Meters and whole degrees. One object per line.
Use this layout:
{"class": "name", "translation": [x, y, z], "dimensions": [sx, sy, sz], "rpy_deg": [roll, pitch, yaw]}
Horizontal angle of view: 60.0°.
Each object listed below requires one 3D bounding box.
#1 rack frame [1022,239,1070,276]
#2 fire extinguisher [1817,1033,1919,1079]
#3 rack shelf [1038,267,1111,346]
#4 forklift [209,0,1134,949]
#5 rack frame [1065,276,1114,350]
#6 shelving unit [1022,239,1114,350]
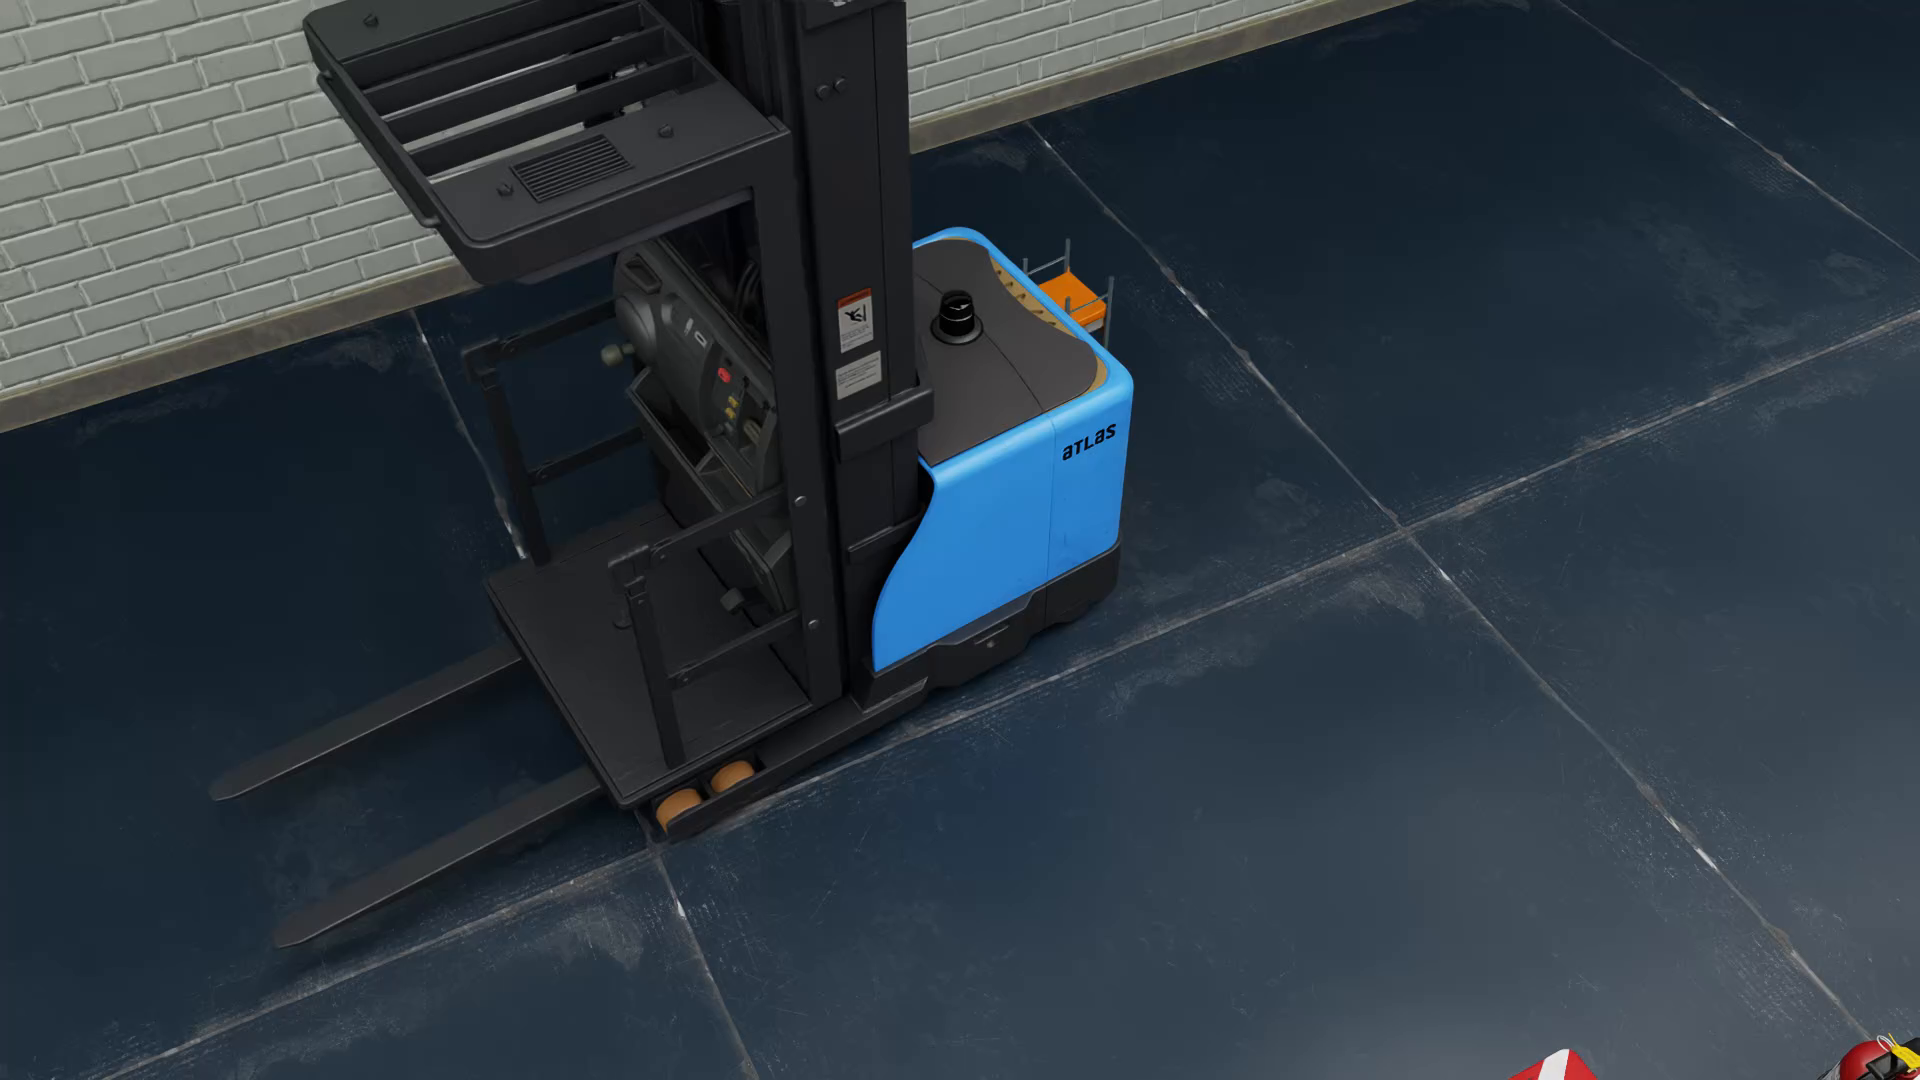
{"class": "rack frame", "translation": [0.299, -0.657, 6.127], "dimensions": [0.200, 1.050, 0.008], "rpy_deg": [-27, 54, -22]}
{"class": "fire extinguisher", "translation": [1.917, 1.187, 3.518], "dimensions": [0.296, 0.674, 0.183], "rpy_deg": [-21, 52, -18]}
{"class": "rack shelf", "translation": [0.368, -0.761, 5.855], "dimensions": [0.215, 0.259, 0.240], "rpy_deg": [-27, 54, -22]}
{"class": "forklift", "translation": [-0.938, -0.456, 4.702], "dimensions": [3.031, 2.935, 1.130], "rpy_deg": [-27, 54, -21]}
{"class": "rack frame", "translation": [0.437, -0.505, 5.995], "dimensions": [0.200, 1.050, 0.008], "rpy_deg": [-27, 54, -22]}
{"class": "shelving unit", "translation": [0.368, -0.581, 6.061], "dimensions": [0.215, 1.050, 0.252], "rpy_deg": [-27, 54, -22]}
